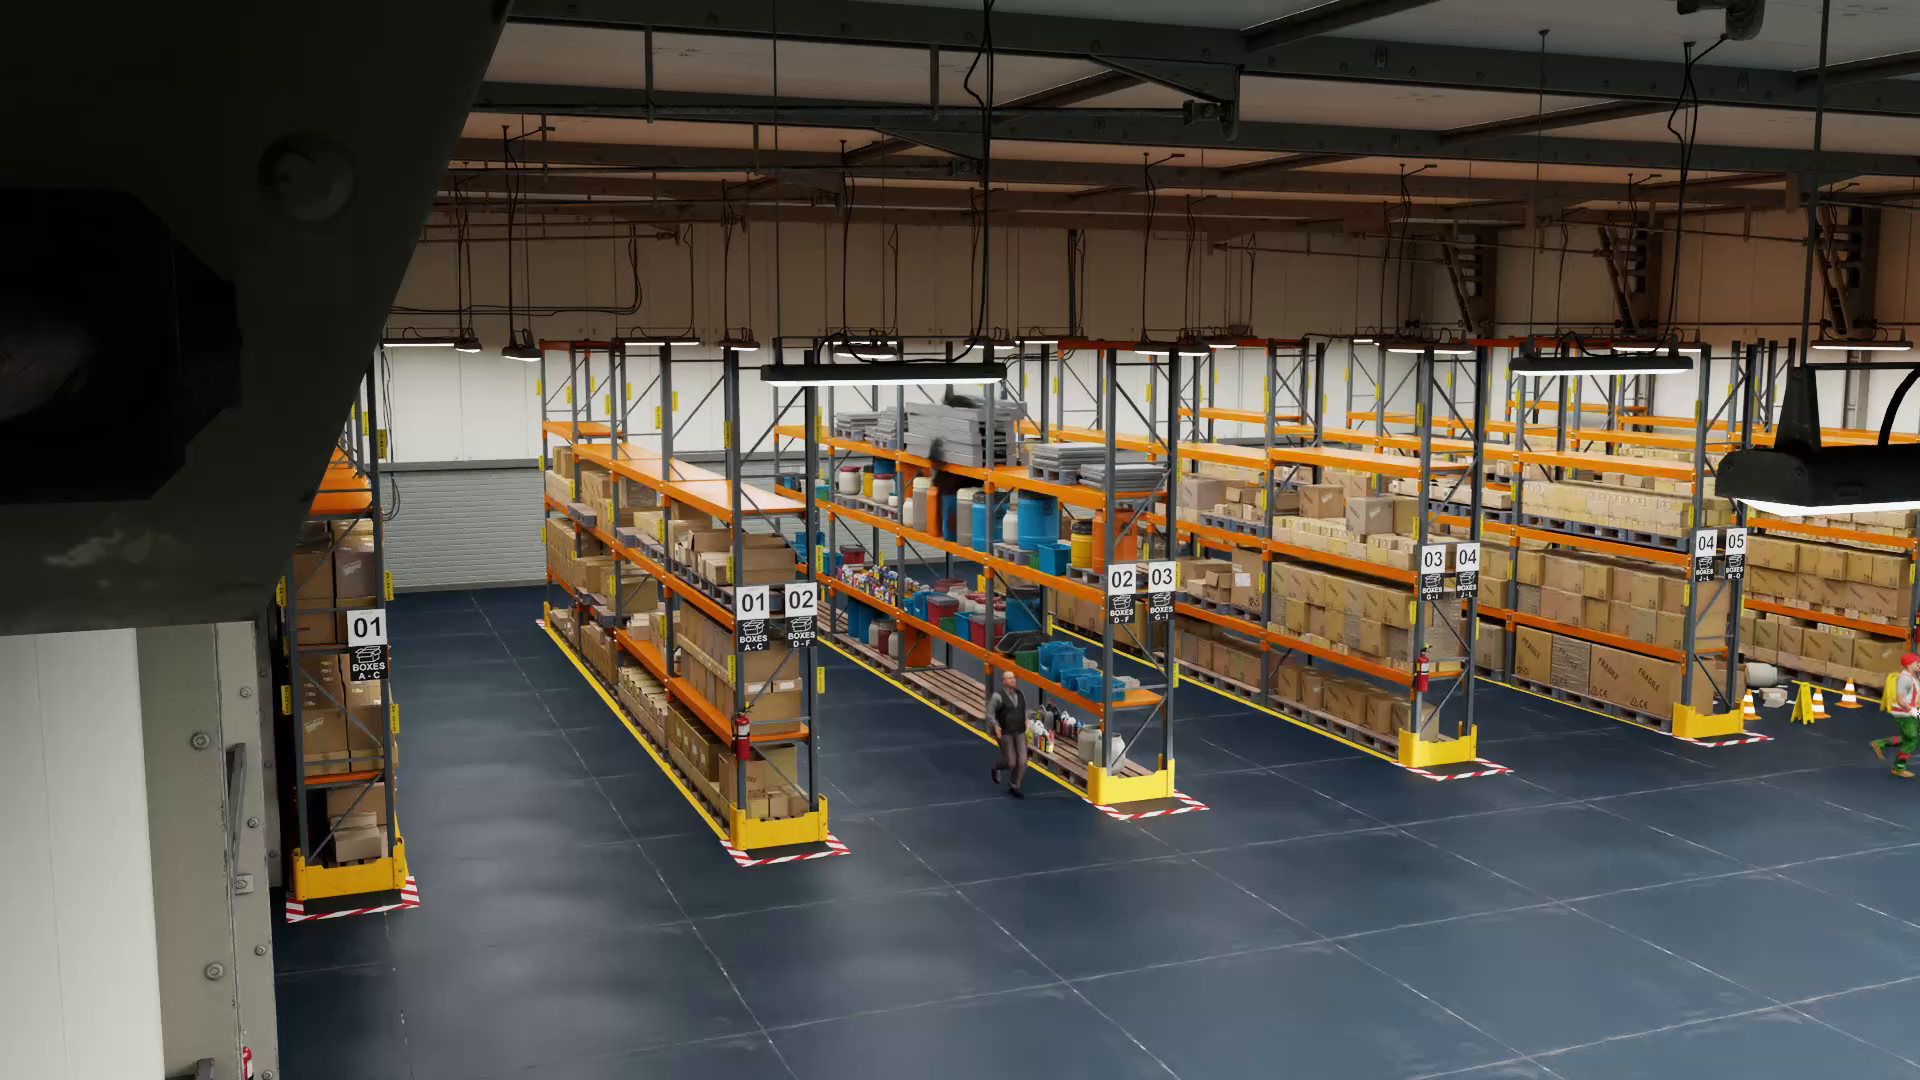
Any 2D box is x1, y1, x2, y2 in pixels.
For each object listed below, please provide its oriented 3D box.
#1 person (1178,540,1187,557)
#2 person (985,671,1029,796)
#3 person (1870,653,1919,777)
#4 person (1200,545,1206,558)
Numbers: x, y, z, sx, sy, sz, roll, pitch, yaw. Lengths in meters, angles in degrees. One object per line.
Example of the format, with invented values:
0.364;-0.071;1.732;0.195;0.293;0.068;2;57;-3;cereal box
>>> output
5.456;0.071;41.692;0.874;1.726;0.732;-3;8;-21;person
0.678;2.596;22.407;0.650;1.662;0.602;-4;8;-27;person
13.198;2.443;23.378;0.667;1.761;0.665;5;9;34;person
6.075;0.095;41.954;0.568;1.606;0.797;2;8;16;person
